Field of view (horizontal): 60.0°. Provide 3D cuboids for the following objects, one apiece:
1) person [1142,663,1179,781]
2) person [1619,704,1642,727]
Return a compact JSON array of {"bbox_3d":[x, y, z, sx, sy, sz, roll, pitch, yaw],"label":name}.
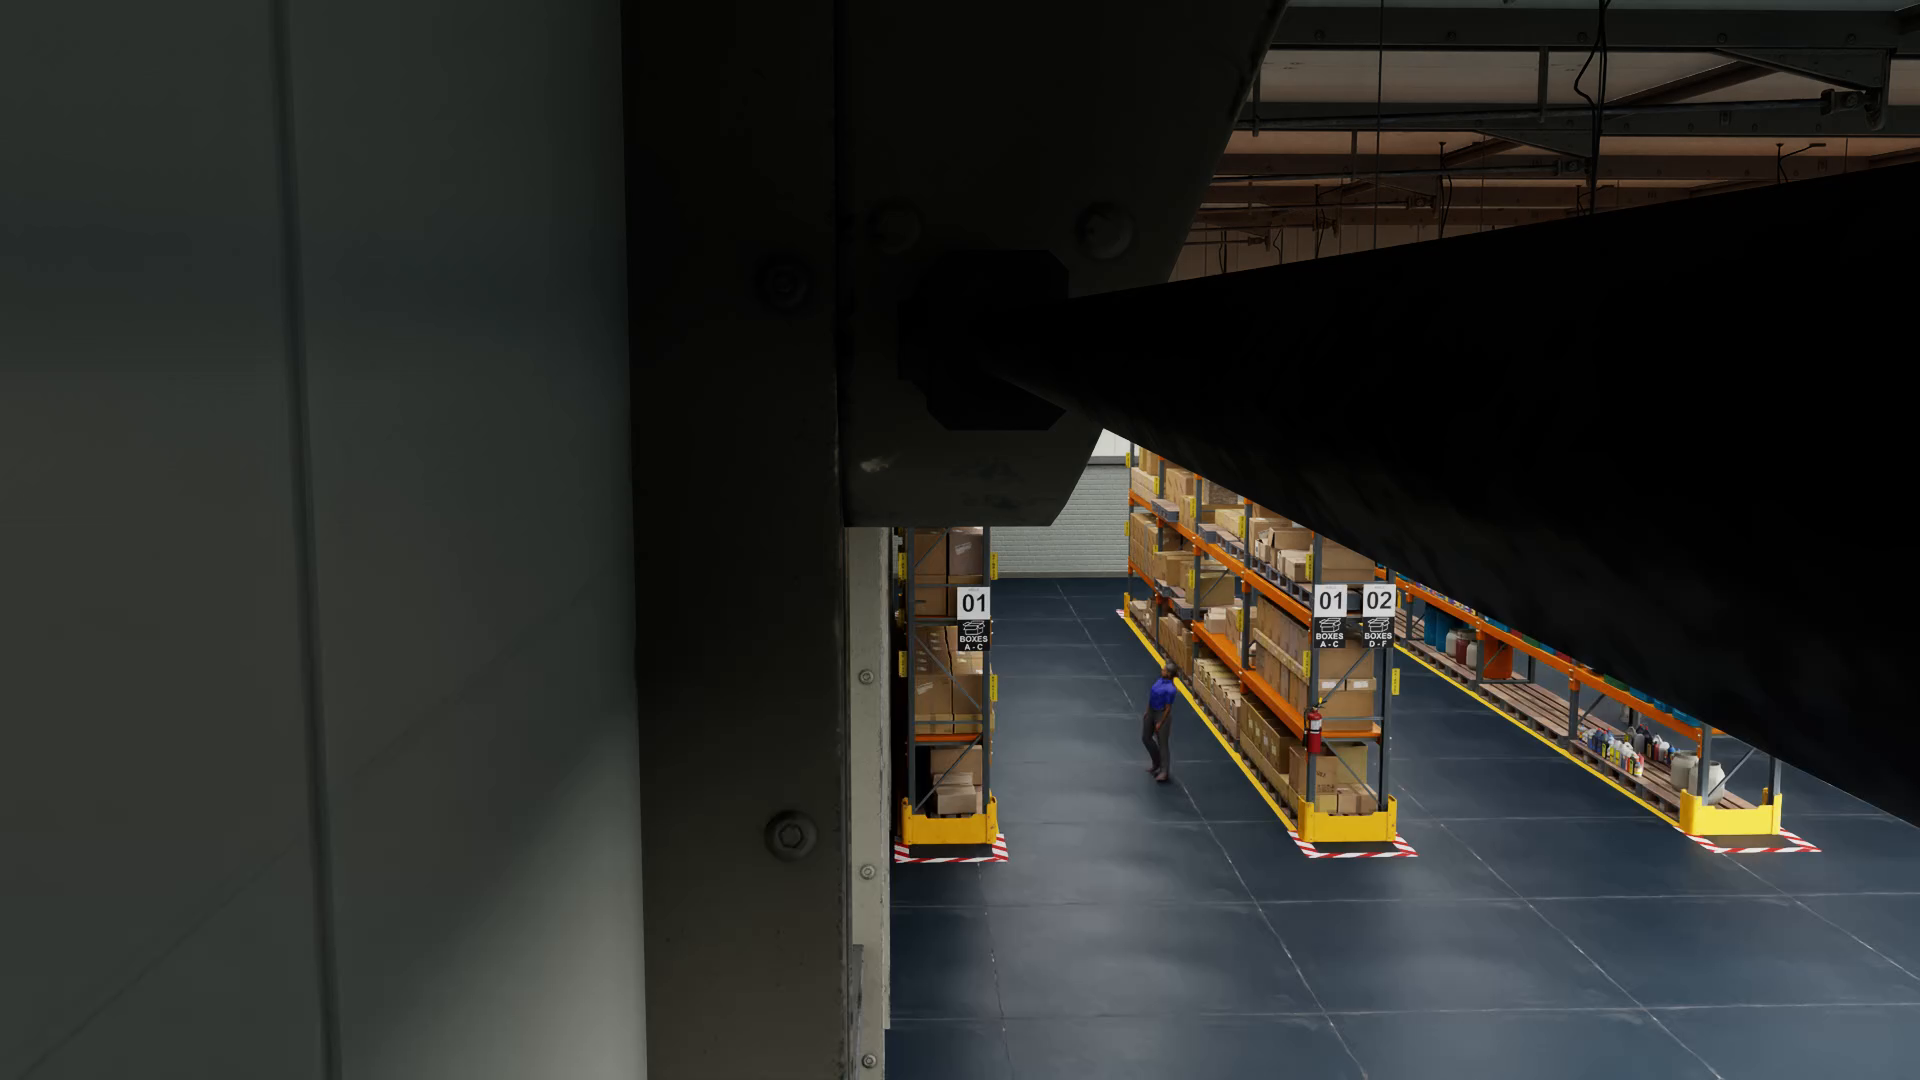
[{"bbox_3d":[2.793,2.580,23.447,0.427,1.574,0.583,-4,8,-30],"label":"person"},{"bbox_3d":[10.720,2.104,26.503,0.549,1.749,0.541,6,10,41],"label":"person"}]
